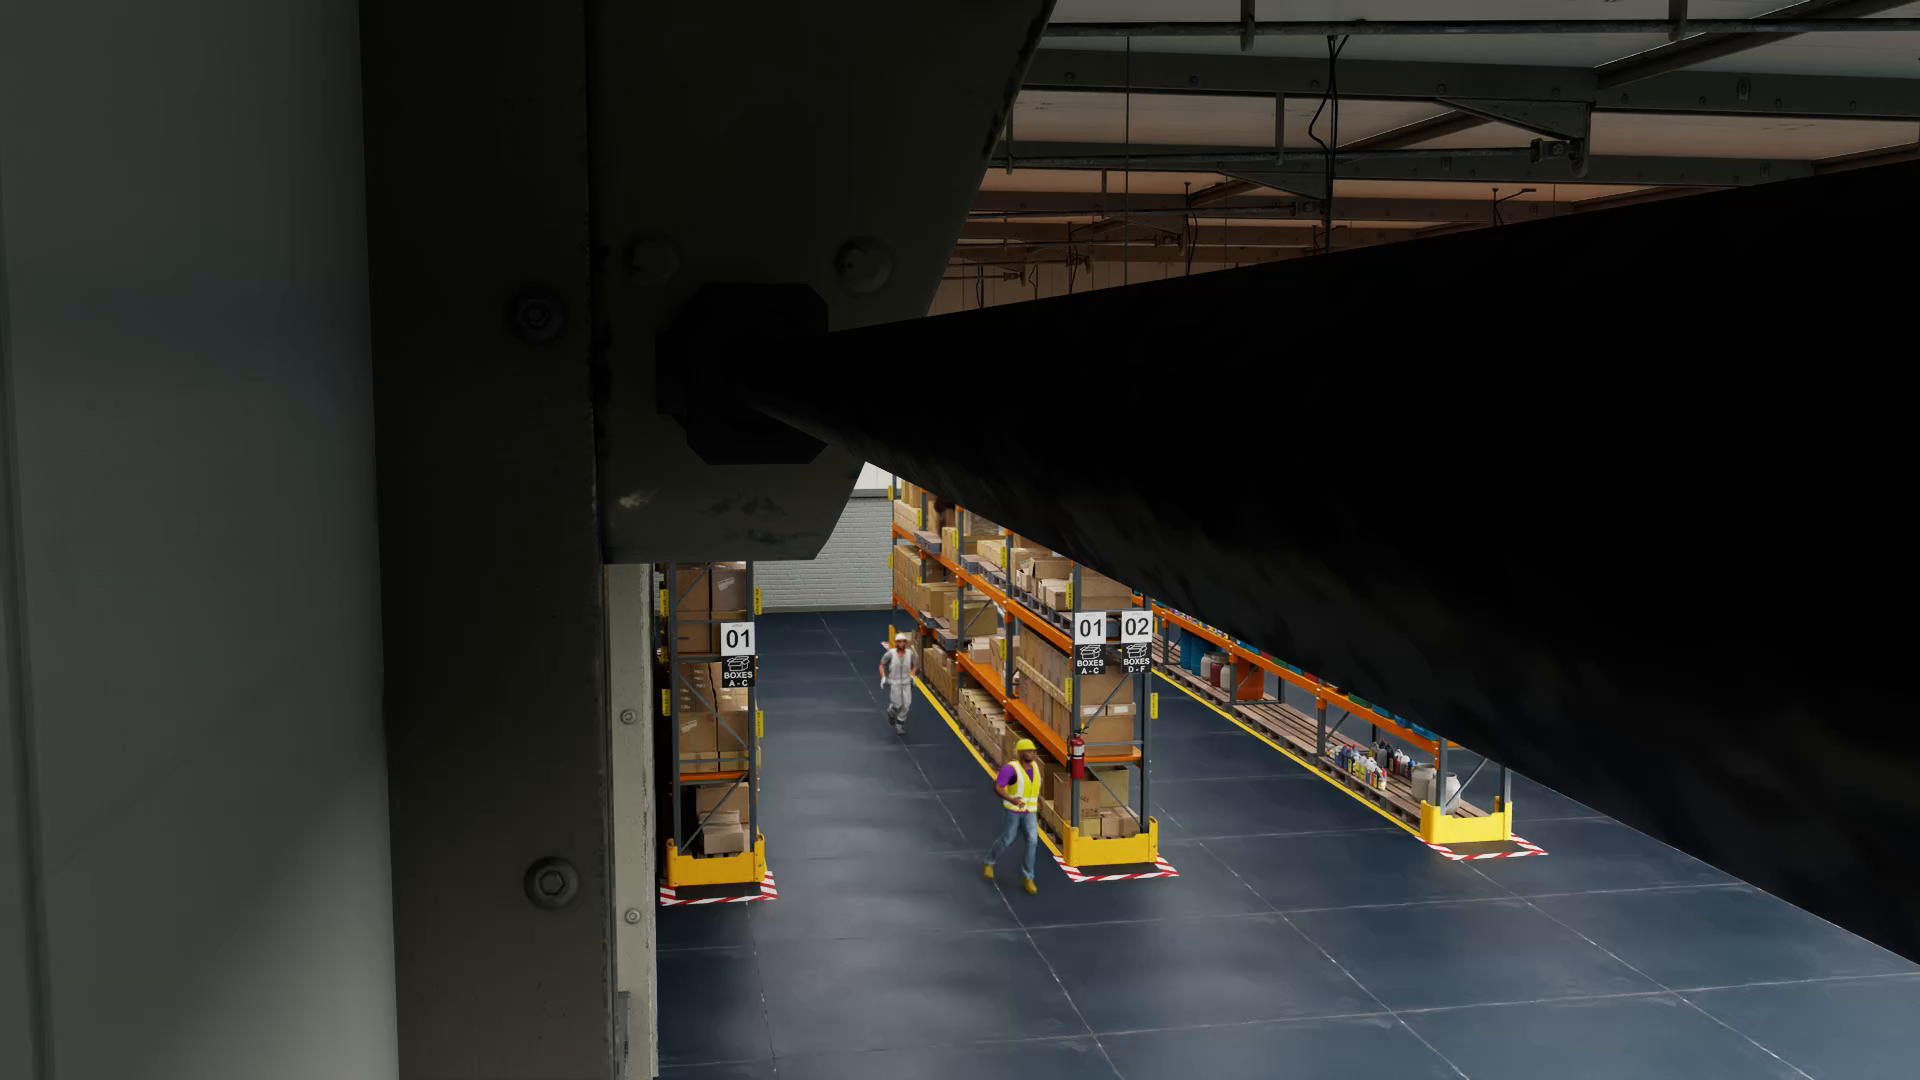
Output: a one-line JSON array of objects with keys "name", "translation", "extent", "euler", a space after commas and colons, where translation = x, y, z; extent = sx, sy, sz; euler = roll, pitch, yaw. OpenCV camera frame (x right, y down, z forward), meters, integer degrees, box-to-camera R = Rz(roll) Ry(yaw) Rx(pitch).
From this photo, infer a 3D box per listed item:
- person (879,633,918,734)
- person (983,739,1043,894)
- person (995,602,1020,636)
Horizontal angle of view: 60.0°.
[{"name": "person", "translation": [-1.007, 2.438, 28.085], "extent": [0.663, 1.731, 0.513], "euler": [-2, 6, -16]}, {"name": "person", "translation": [0.756, 3.285, 20.100], "extent": [0.758, 1.766, 0.915], "euler": [-4, 7, -32]}, {"name": "person", "translation": [1.040, 1.662, 35.636], "extent": [0.631, 1.673, 0.561], "euler": [-2, 6, -16]}]
